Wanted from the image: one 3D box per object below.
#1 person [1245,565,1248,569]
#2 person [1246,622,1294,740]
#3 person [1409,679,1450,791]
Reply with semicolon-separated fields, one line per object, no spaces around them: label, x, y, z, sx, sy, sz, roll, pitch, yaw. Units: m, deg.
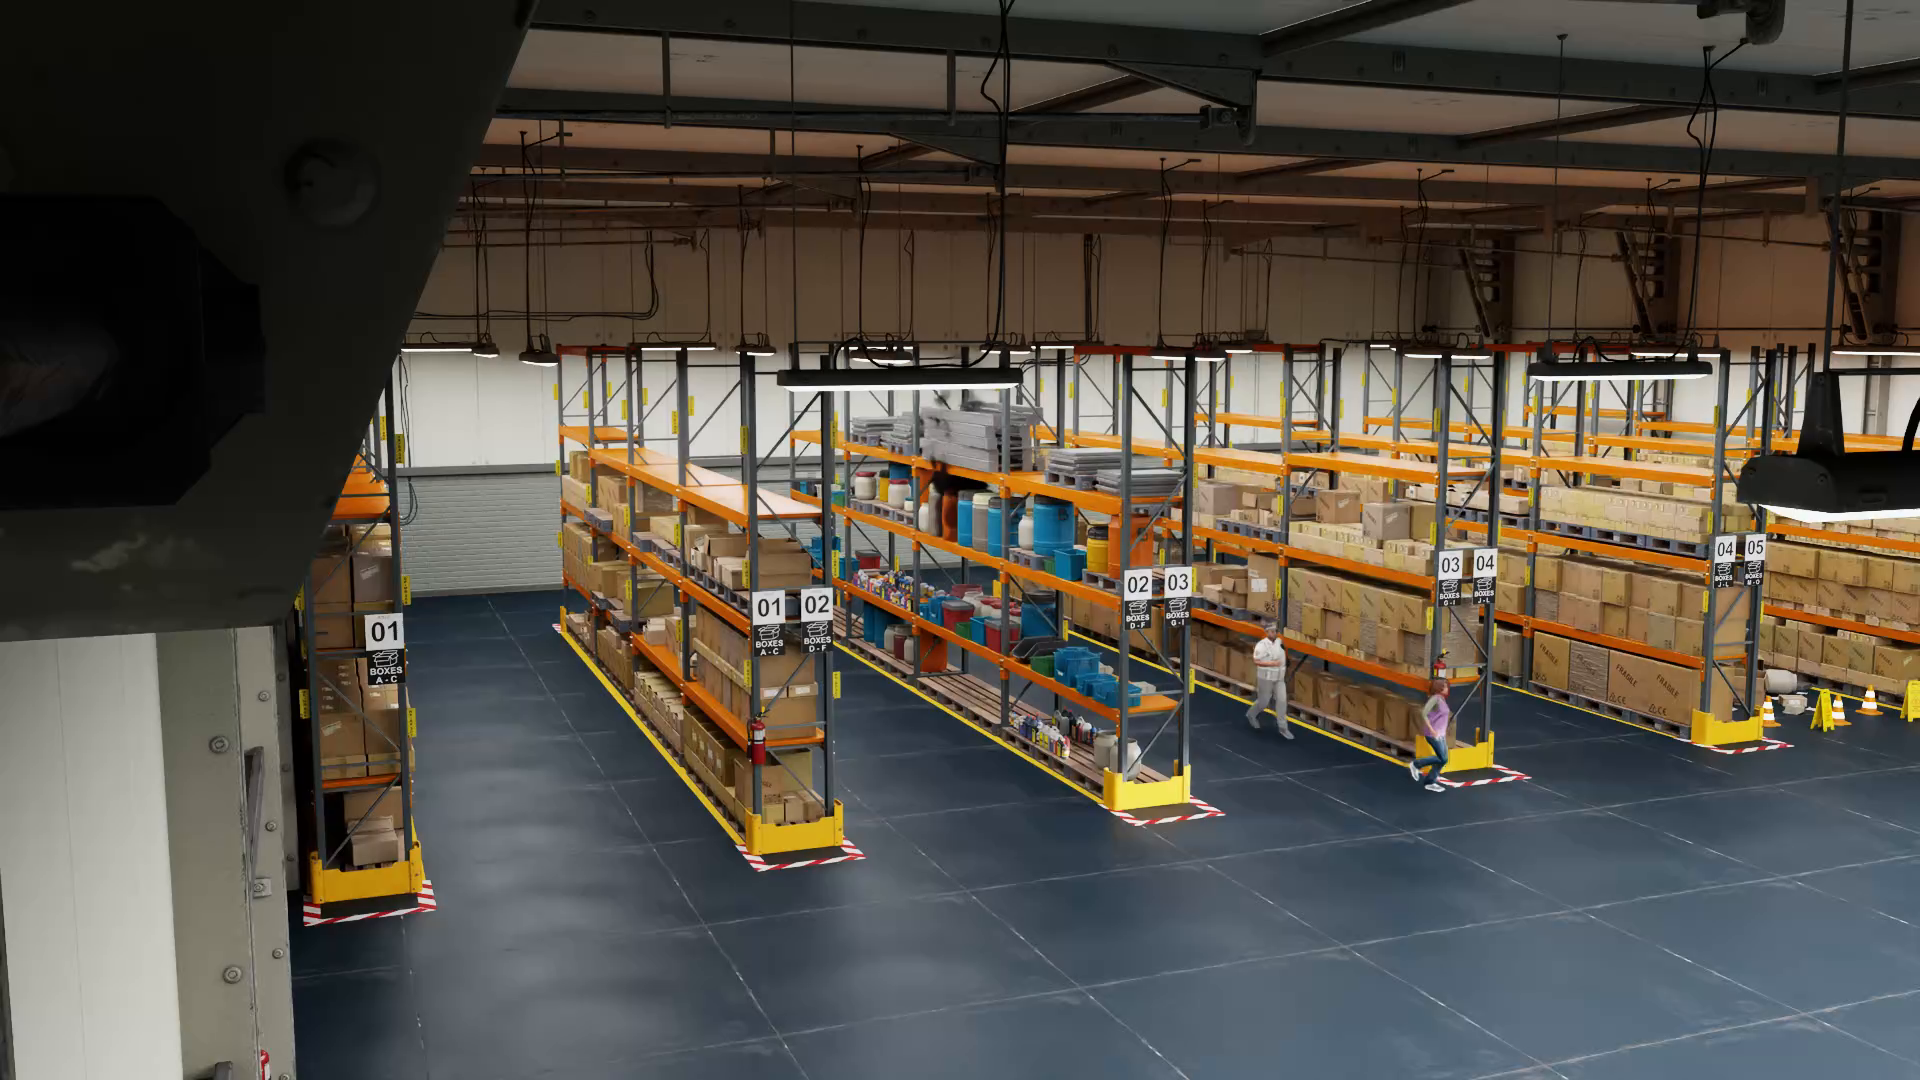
person;6.268;1.074;35.261;0.656;1.607;0.541;-3;8;-24
person;4.833;2.146;25.871;0.659;1.791;0.967;-4;8;-28
person;6.499;2.716;22.924;0.514;1.447;0.591;4;8;31
